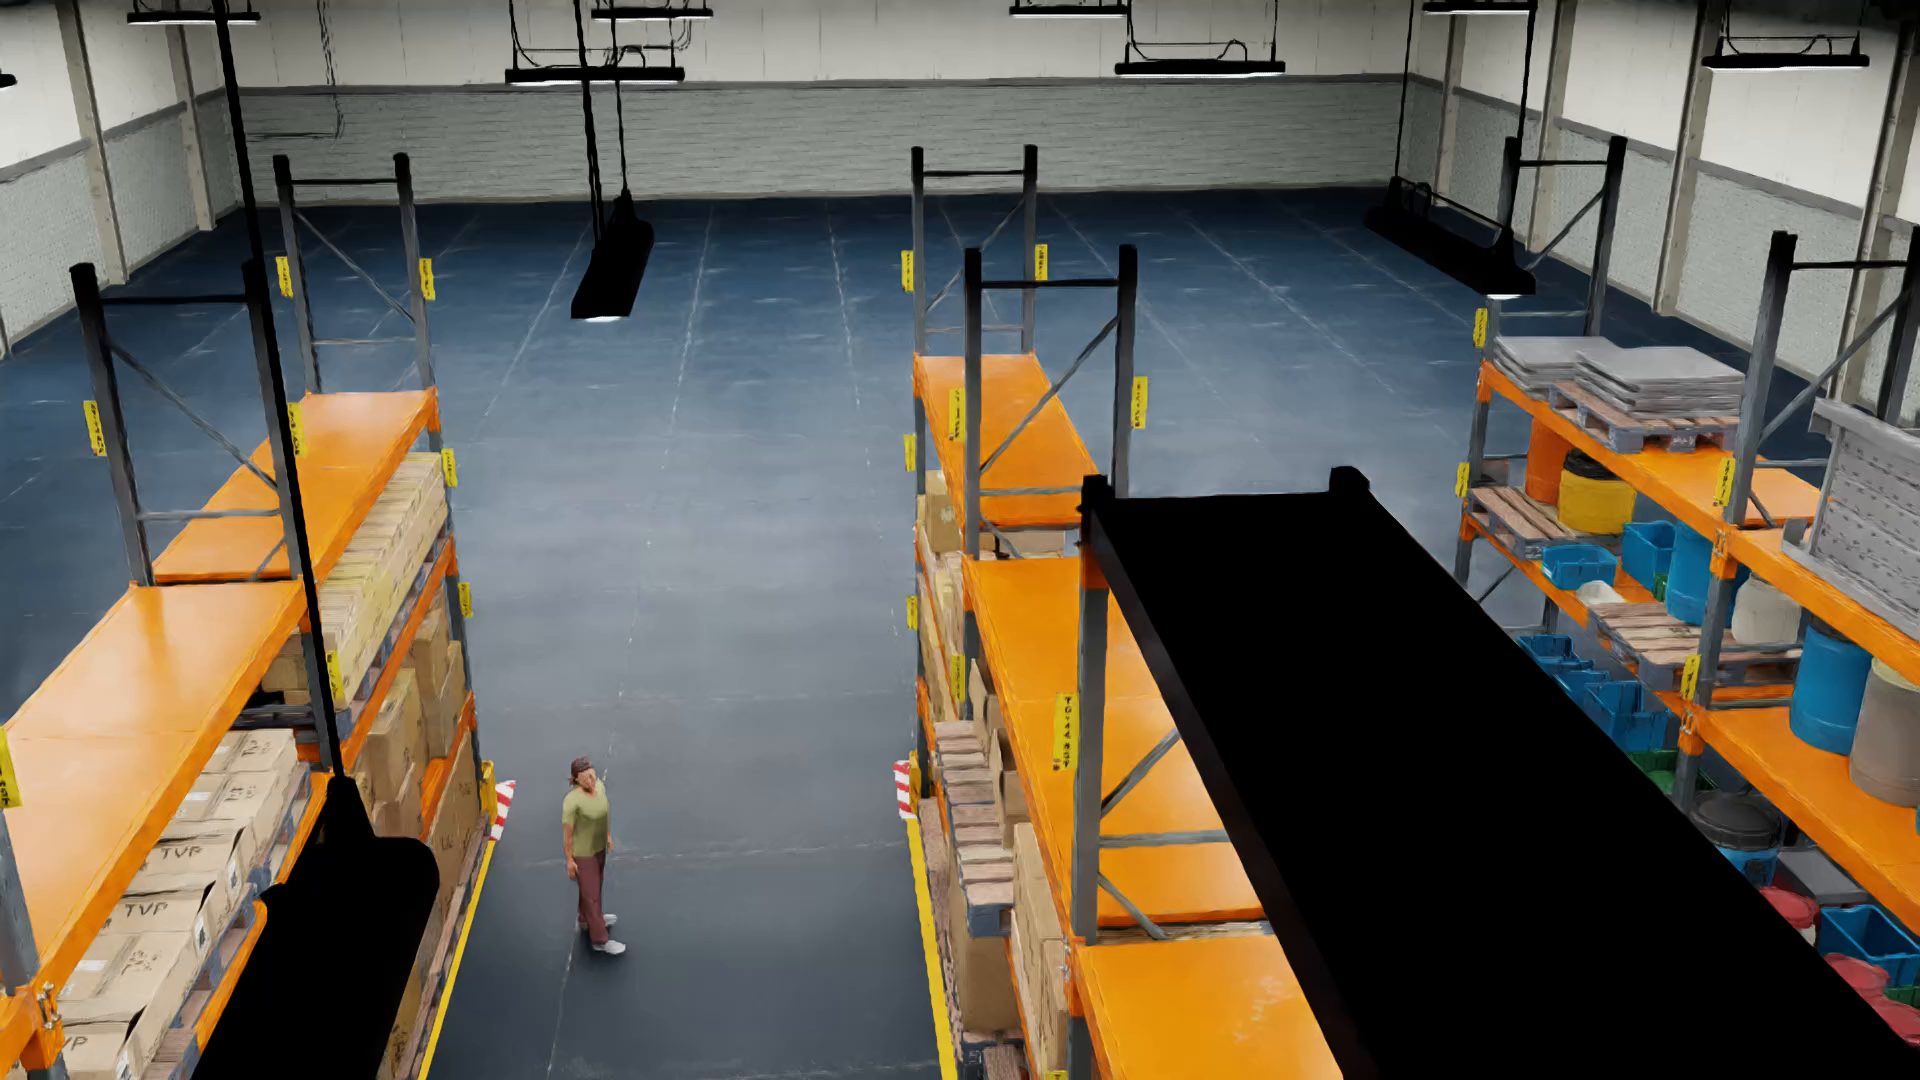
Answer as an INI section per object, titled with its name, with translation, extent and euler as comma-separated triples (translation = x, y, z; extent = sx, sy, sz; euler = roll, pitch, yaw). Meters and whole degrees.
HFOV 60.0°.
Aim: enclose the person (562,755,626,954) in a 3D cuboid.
[person]
translation = -2.888, 2.453, 13.136
extent = 0.569, 1.668, 0.558
euler = 8, 23, 20
